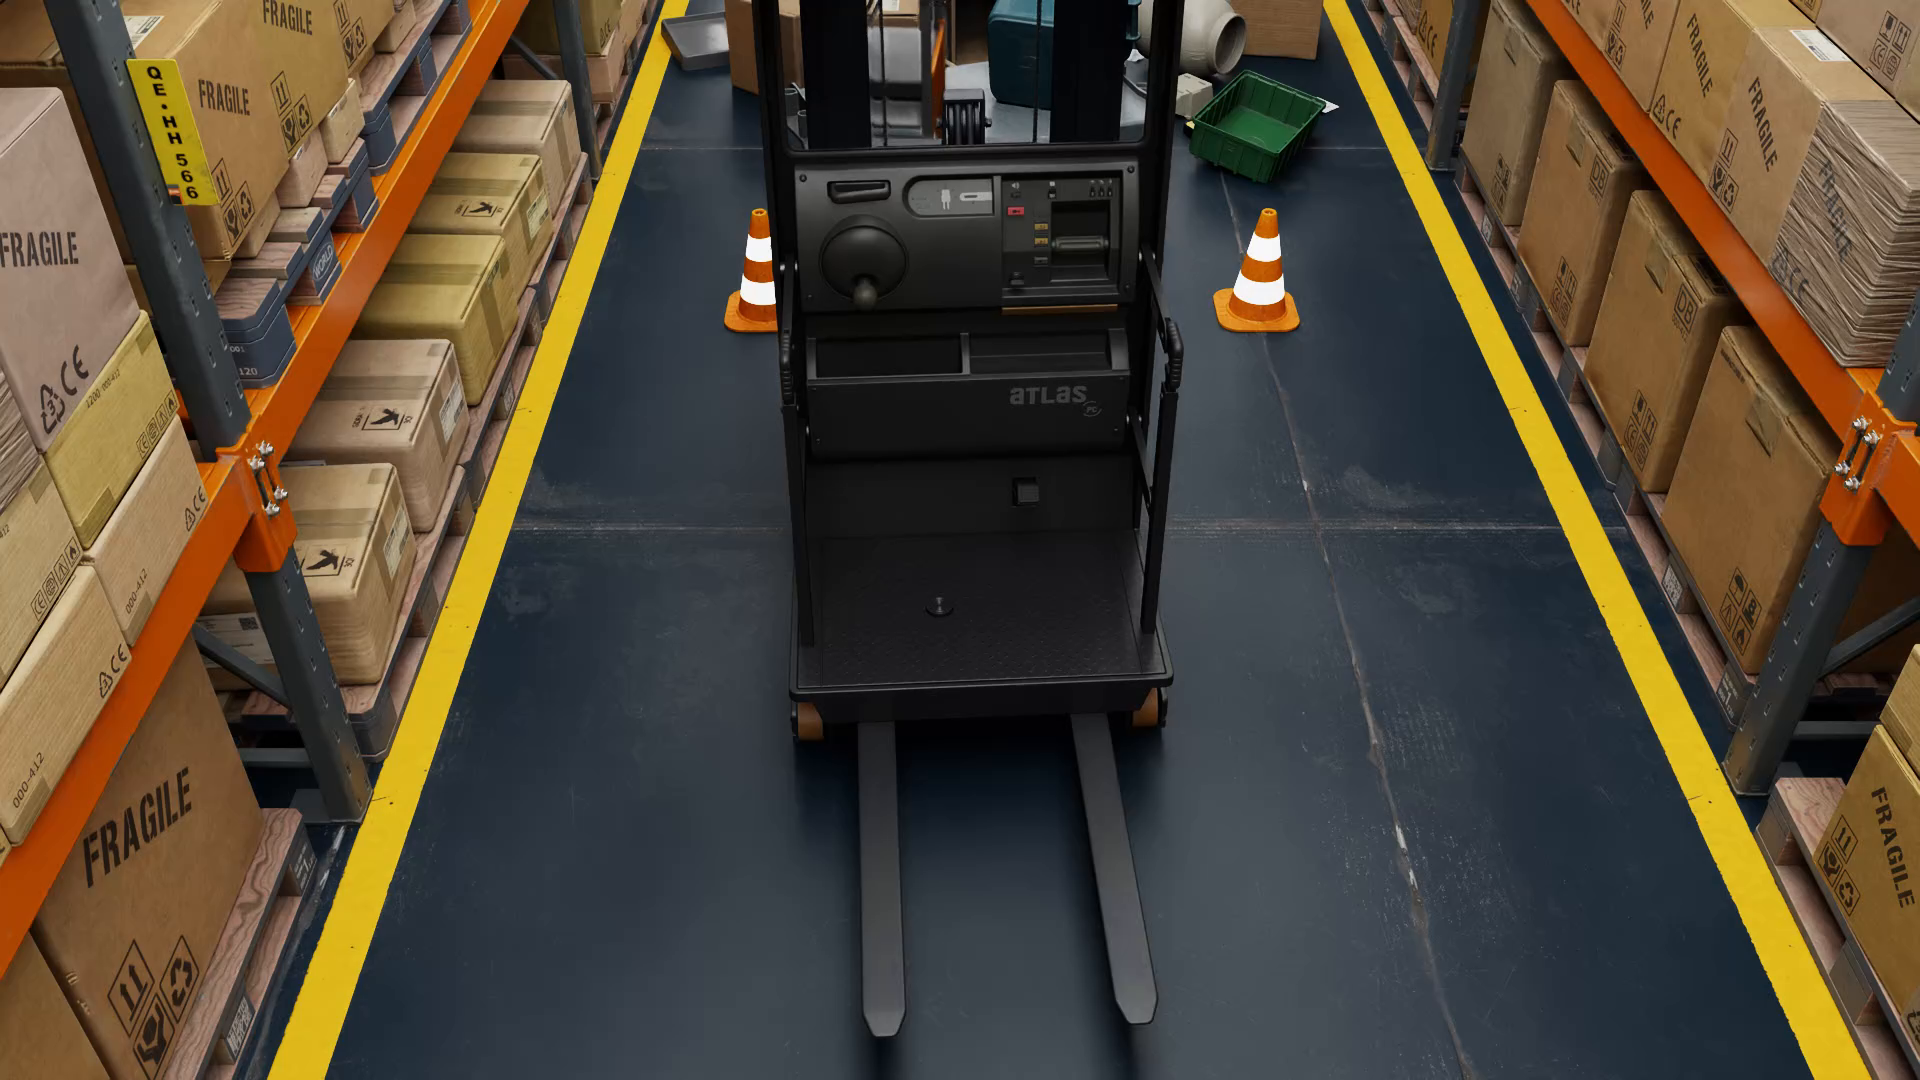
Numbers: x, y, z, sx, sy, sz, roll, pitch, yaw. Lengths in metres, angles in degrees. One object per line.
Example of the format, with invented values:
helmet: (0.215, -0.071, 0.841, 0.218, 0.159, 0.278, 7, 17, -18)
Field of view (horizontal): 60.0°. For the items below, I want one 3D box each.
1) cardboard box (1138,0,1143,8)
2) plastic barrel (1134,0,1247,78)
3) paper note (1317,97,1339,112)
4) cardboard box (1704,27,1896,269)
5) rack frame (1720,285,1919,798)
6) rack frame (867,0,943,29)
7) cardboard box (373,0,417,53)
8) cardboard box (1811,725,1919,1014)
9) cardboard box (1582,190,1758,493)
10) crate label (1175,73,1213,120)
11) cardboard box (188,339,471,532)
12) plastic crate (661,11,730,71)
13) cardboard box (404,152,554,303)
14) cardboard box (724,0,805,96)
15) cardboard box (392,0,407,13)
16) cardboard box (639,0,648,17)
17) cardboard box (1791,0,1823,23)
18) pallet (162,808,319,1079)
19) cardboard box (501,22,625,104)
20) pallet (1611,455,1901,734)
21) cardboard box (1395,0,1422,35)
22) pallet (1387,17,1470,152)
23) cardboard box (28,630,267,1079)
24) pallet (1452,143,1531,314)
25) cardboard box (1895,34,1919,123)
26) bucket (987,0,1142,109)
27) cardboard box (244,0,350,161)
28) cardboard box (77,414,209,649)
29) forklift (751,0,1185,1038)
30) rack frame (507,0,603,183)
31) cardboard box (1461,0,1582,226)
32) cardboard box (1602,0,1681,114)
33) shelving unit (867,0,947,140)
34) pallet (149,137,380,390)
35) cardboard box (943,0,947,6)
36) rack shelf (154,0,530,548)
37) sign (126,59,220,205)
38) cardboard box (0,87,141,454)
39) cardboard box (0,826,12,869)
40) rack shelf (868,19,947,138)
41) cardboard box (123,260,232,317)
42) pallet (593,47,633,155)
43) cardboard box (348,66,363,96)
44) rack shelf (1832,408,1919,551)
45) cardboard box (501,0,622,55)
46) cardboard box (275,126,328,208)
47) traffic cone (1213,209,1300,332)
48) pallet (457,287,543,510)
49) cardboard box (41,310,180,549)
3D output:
cardboard box: (0.899, -2.971, 9.245, 0.396, 0.266, 0.258, 6, 39, 8)
plastic barrel: (1.207, -2.668, 8.740, 0.512, 0.421, 0.421, 28, 46, 30)
paper note: (1.836, -2.226, 8.503, 0.147, 0.020, 0.142, -28, 46, -30)
cardboard box: (2.479, -1.096, 4.639, 0.500, 0.500, 0.500, 0, 39, 0)
rack frame: (2.747, -0.463, 3.929, 1.000, 3.000, 0.127, 0, 39, 0)
rack frame: (-0.260, -1.714, 6.210, 0.400, 2.100, 0.015, 3, 39, 3)
cardboard box: (-1.971, -1.676, 5.308, 0.380, 0.149, 0.250, 1, 39, 1)
cardboard box: (2.493, 0.791, 4.028, 0.500, 0.500, 0.500, -2, 39, -2)
cardboard box: (2.832, -0.677, 5.659, 1.050, 0.750, 0.750, 1, 39, 1)
crate label: (1.140, -2.265, 8.466, 0.298, 0.136, 0.250, -28, 46, -30)
cardboard box: (-2.202, -0.350, 5.553, 0.950, 0.372, 0.625, -1, 39, -1)
plastic crate: (-1.389, -2.741, 9.106, 0.402, 0.080, 0.583, -13, 40, -16)
cardboard box: (-2.200, -1.259, 6.688, 0.950, 0.372, 0.625, 2, 39, 3)
cardboard box: (-0.848, -2.595, 8.586, 0.500, 0.500, 0.500, 28, 46, 30)
cardboard box: (-1.980, -1.968, 5.153, 0.500, 0.500, 0.500, -1, 39, -2)
cardboard box: (-1.953, -3.024, 8.987, 0.500, 0.250, 0.500, -1, 39, -1)
cardboard box: (2.752, -1.810, 4.731, 0.700, 0.500, 0.500, -1, 39, -1)
pallet: (-2.277, 1.185, 4.103, 1.003, 0.211, 1.213, 0, 39, 0)
cardboard box: (-1.938, -2.358, 8.157, 0.500, 0.250, 0.500, -2, 39, -2)
pallet: (2.822, 0.132, 5.417, 1.003, 0.211, 1.213, 0, 39, 0)
cardboard box: (2.807, -3.256, 8.778, 0.875, 0.875, 0.875, 0, 39, 0)
pallet: (2.820, -2.352, 8.516, 1.003, 0.211, 1.213, 0, 39, 0)
cardboard box: (-2.285, 0.701, 3.840, 0.875, 0.875, 0.875, 0, 39, 0)
pallet: (2.819, -1.394, 7.321, 1.003, 0.211, 1.213, 0, 39, 0)
cardboard box: (2.757, -1.173, 3.936, 0.700, 0.500, 0.500, 0, 39, 0)
bucket: (0.437, -2.364, 7.703, 0.726, 0.611, 0.620, 13, 50, 15)
cardboard box: (-1.979, -1.323, 4.349, 0.500, 0.500, 0.500, 2, 39, 2)
cardboard box: (-1.942, -0.022, 3.499, 0.500, 0.250, 0.500, -1, 39, -2)
forklift: (0.037, -0.753, 4.346, 1.130, 2.935, 3.031, -2, 39, -3)
rack frame: (-2.207, -2.898, 6.968, 1.000, 3.000, 0.127, 0, 39, 0)
cardboard box: (2.833, -1.863, 7.139, 1.050, 0.750, 0.750, 0, 39, 0)
cardboard box: (2.474, -1.729, 5.429, 0.500, 0.500, 0.500, 1, 39, 1)
shelving unit: (-0.279, -1.562, 6.020, 0.431, 2.100, 0.503, 3, 39, 3)
pallet: (-2.310, -0.767, 4.462, 1.213, 0.211, 1.003, 0, 39, 0)
cardboard box: (0.322, -3.329, 9.501, 0.797, 0.503, 0.637, -28, 46, -30)
rack shelf: (-2.205, -1.367, 5.632, 1.077, 0.370, 4.000, 0, 39, 0)
sign: (-1.648, -0.851, 3.487, 0.100, 0.325, 0.005, 0, 39, 0)
cardboard box: (-1.941, -0.503, 3.099, 0.500, 0.500, 0.500, -1, 39, -1)
cardboard box: (-1.942, 0.612, 2.707, 0.500, 0.250, 0.500, 0, 39, -1)
rack shelf: (-0.279, -1.551, 6.028, 0.431, 0.518, 0.480, 3, 39, 3)
cardboard box: (-2.017, -0.666, 4.047, 0.380, 0.149, 0.250, -2, 39, -3)
pallet: (-2.243, -2.230, 8.364, 1.003, 0.211, 1.213, 0, 39, 0)
cardboard box: (-1.996, -1.336, 4.884, 0.380, 0.149, 0.250, 2, 39, 3)
rack shelf: (2.750, 1.068, 2.594, 1.077, 0.370, 4.000, 0, 39, 0)
cardboard box: (-1.938, -2.651, 7.922, 0.500, 0.500, 0.500, 2, 39, 2)
cardboard box: (-1.938, -1.014, 4.481, 0.380, 0.149, 0.250, -2, 39, -3)
traffic cone: (1.234, -1.135, 6.796, 0.336, 0.463, 0.334, 0, 39, 0)
pallet: (-2.201, -0.558, 6.278, 1.003, 0.211, 1.213, 0, 39, 0)
cardboard box: (-1.948, -0.230, 3.359, 0.500, 0.250, 0.500, 0, 39, 0)
